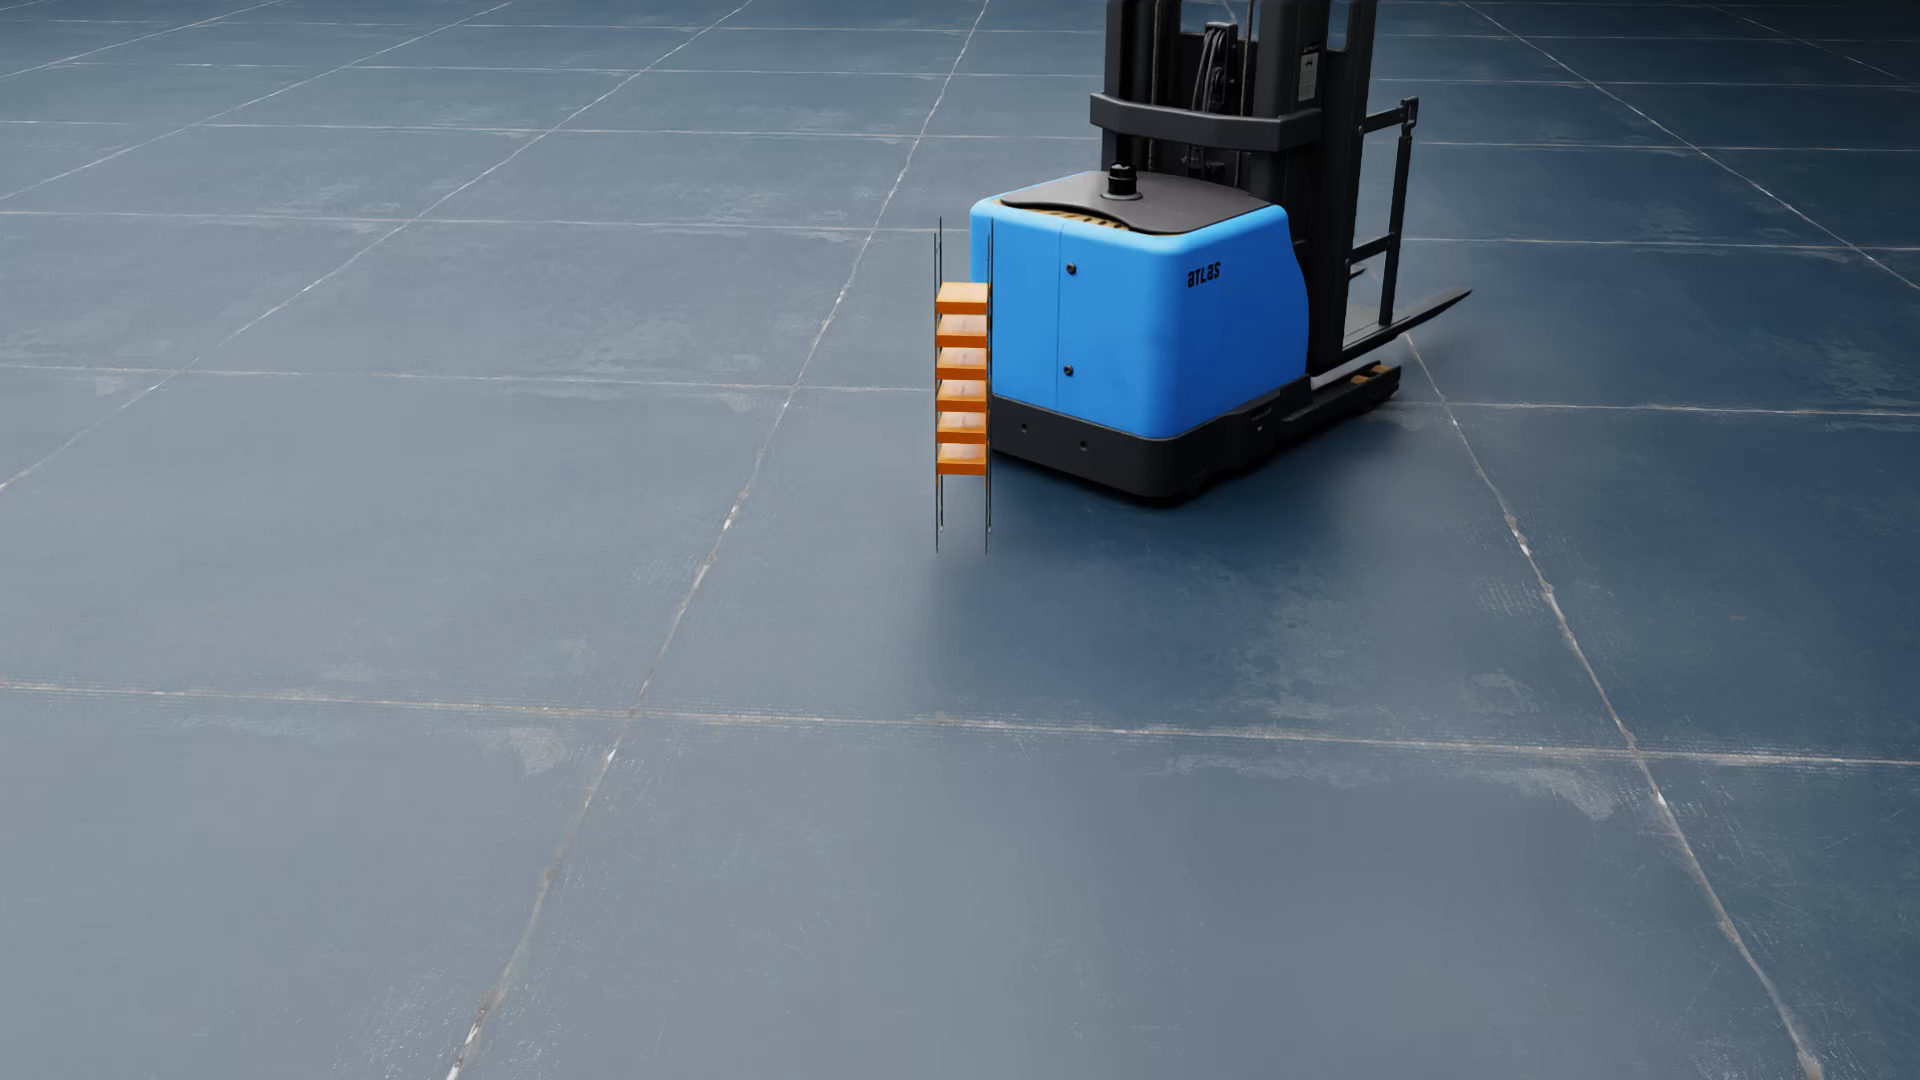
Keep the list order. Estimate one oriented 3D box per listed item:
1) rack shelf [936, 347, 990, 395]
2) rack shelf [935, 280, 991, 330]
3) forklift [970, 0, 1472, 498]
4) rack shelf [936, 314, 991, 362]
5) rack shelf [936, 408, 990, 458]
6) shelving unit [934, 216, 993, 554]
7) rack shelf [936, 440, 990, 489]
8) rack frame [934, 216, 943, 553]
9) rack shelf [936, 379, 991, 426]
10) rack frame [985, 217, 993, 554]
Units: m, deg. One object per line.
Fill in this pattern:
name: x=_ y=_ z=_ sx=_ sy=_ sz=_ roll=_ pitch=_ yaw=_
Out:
rack shelf: x=0.014 y=-0.613 z=5.967 sx=0.180 sy=0.103 sz=0.258 roll=2 pitch=25 yaw=4
rack shelf: x=0.014 y=-0.831 z=5.866 sx=0.180 sy=0.103 sz=0.258 roll=2 pitch=25 yaw=4
forklift: x=1.373 y=-2.031 z=7.157 sx=1.130 sy=2.935 sz=3.031 roll=20 pitch=31 yaw=37
rack shelf: x=0.014 y=-0.722 z=5.916 sx=0.180 sy=0.103 sz=0.258 roll=2 pitch=25 yaw=4
rack shelf: x=0.014 y=-0.395 z=6.067 sx=0.180 sy=0.103 sz=0.258 roll=2 pitch=25 yaw=4
shelving unit: x=0.014 y=-0.545 z=5.998 sx=0.189 sy=1.200 sz=0.258 roll=2 pitch=25 yaw=4
rack shelf: x=0.014 y=-0.286 z=6.117 sx=0.180 sy=0.103 sz=0.258 roll=2 pitch=25 yaw=4
rack frame: x=-0.077 y=-0.548 z=6.005 sx=0.006 sy=1.200 sz=0.240 roll=2 pitch=25 yaw=4
rack shelf: x=0.014 y=-0.504 z=6.017 sx=0.180 sy=0.103 sz=0.258 roll=2 pitch=25 yaw=4
rack frame: x=0.106 y=-0.542 z=5.992 sx=0.006 sy=1.200 sz=0.240 roll=2 pitch=25 yaw=4
